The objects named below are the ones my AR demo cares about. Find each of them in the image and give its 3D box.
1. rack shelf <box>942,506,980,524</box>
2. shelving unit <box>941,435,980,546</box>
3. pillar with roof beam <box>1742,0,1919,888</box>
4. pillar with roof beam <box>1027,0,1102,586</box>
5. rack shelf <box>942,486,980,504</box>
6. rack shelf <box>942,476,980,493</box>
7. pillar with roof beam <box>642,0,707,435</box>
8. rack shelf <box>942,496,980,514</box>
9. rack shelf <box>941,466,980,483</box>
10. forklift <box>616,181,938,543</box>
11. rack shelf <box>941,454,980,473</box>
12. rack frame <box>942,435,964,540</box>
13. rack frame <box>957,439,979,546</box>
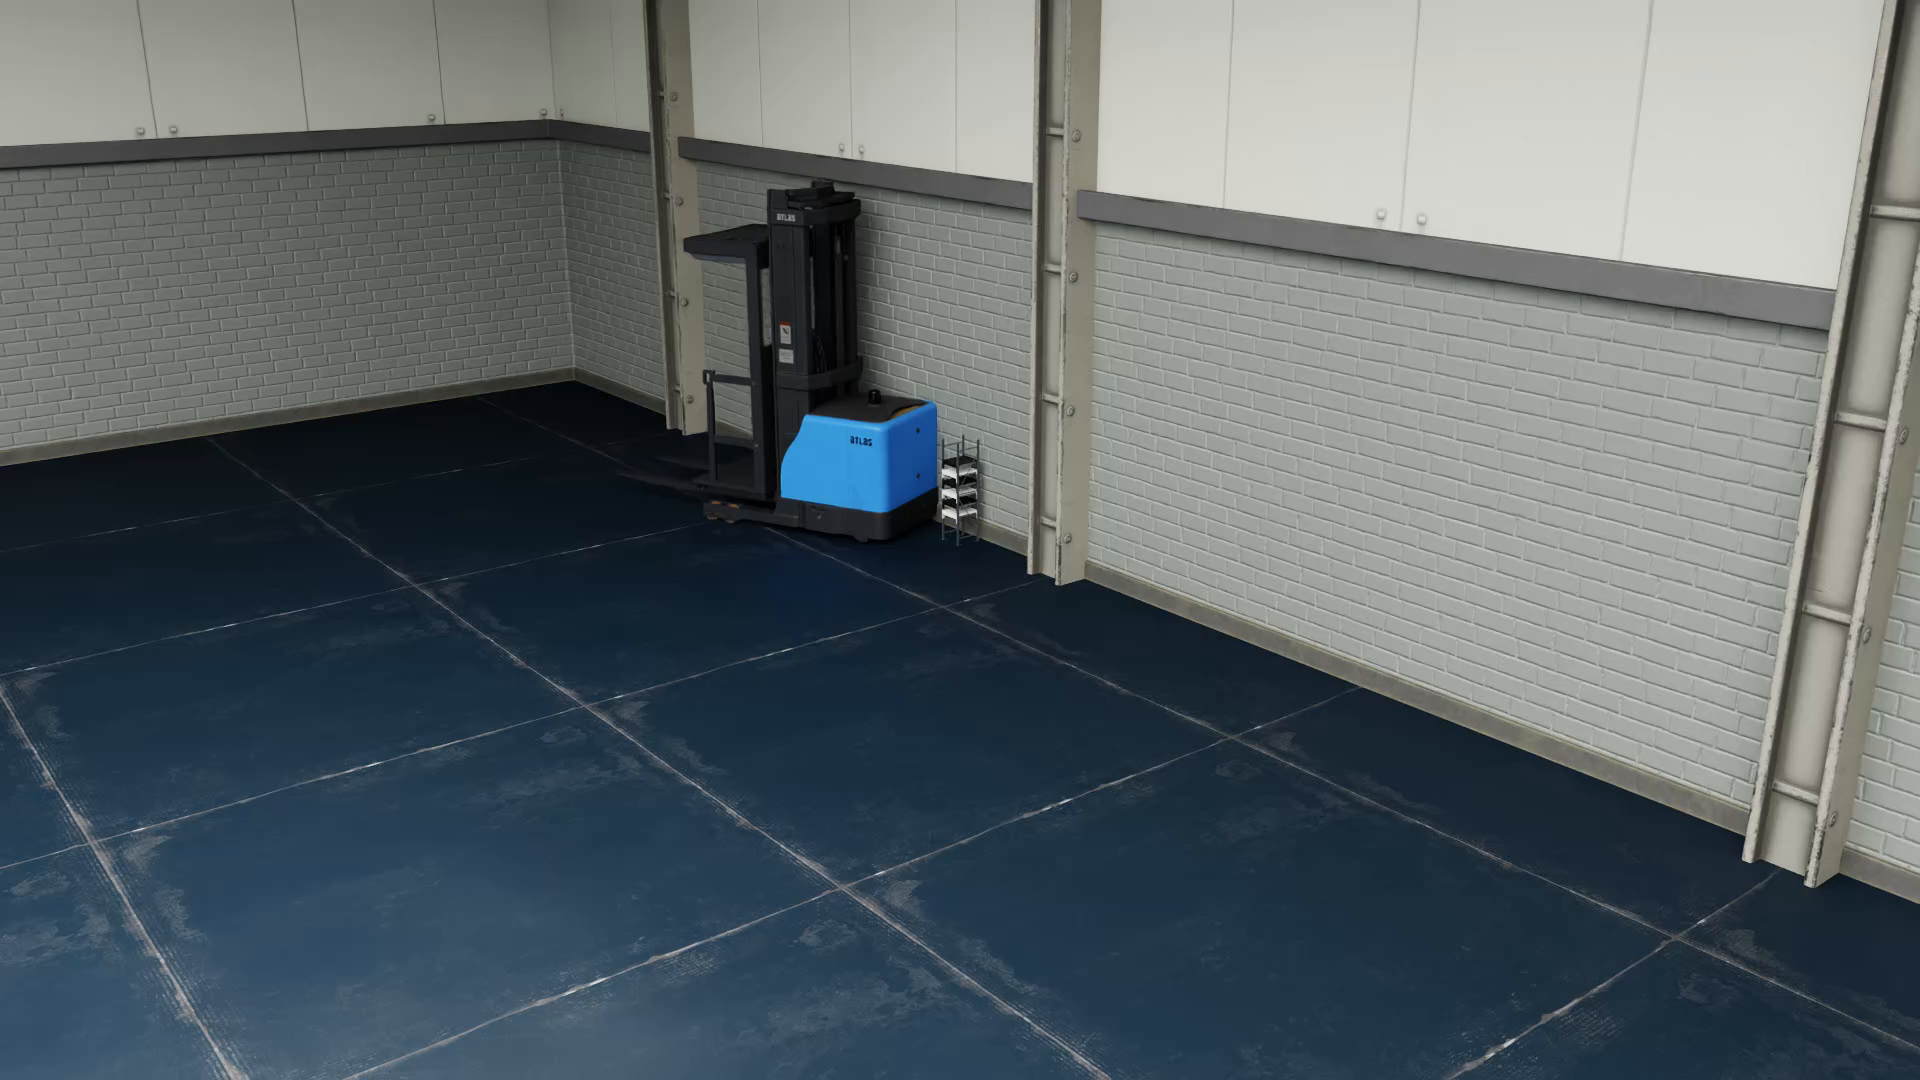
[{"bbox_3d":[0.005,-0.223,14.282,0.258,0.077,0.200,-14,23,-36],"label":"rack shelf"},{"bbox_3d":[0.005,-0.425,14.215,0.258,0.900,0.210,-14,23,-36],"label":"shelving unit"},{"bbox_3d":[1.139,-1.667,5.081,9.100,9.000,0.400,-14,23,-36],"label":"pillar with roof beam"},{"bbox_3d":[-2.586,-3.146,9.546,9.100,9.000,0.400,-14,23,-36],"label":"pillar with roof beam"},{"bbox_3d":[0.005,-0.394,14.225,0.258,0.077,0.200,-14,23,-36],"label":"rack shelf"},{"bbox_3d":[0.005,-0.479,14.197,0.258,0.077,0.200,-14,23,-36],"label":"rack shelf"},{"bbox_3d":[-6.312,-4.624,14.011,9.100,9.000,0.400,-14,23,-36],"label":"pillar with roof beam"},{"bbox_3d":[0.005,-0.308,14.254,0.258,0.077,0.200,-14,23,-36],"label":"rack shelf"},{"bbox_3d":[0.005,-0.564,14.169,0.258,0.077,0.200,-14,23,-36],"label":"rack shelf"},{"bbox_3d":[-1.724,-1.678,14.766,3.031,2.935,1.130,9,21,26],"label":"forklift"},{"bbox_3d":[0.005,-0.650,14.141,0.258,0.077,0.200,-14,23,-36],"label":"rack shelf"},{"bbox_3d":[-0.058,-0.450,14.291,0.240,0.900,0.006,-14,23,-36],"label":"rack frame"},{"bbox_3d":[0.068,-0.400,14.139,0.240,0.900,0.006,-14,23,-36],"label":"rack frame"}]
